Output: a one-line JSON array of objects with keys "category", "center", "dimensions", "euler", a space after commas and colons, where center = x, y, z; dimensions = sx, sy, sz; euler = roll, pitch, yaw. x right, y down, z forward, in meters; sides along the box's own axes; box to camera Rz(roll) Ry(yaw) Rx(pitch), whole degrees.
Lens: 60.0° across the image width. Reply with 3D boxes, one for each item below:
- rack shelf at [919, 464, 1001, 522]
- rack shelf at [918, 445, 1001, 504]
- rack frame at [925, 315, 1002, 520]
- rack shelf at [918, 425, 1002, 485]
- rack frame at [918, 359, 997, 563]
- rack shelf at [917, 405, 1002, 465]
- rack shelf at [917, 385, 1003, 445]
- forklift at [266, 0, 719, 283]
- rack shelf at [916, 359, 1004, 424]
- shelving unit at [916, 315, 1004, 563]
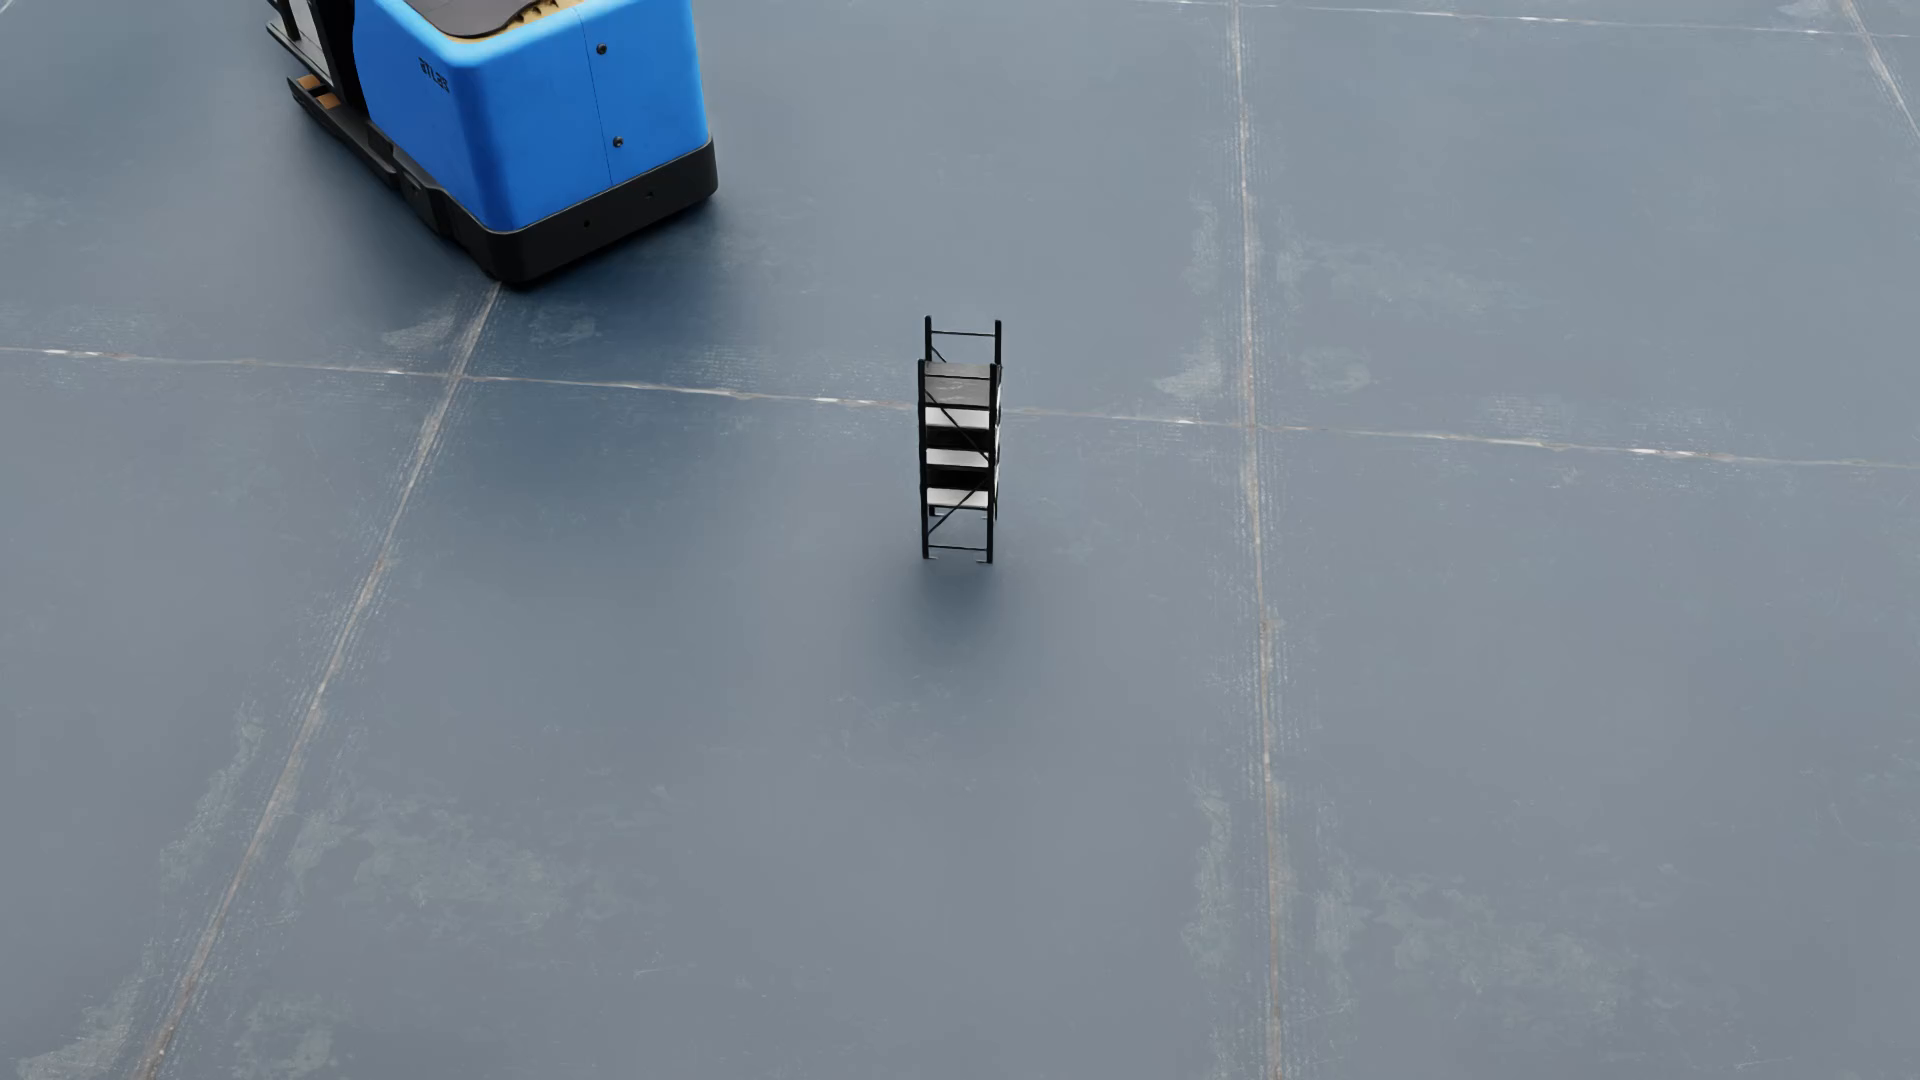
[{"category": "rack shelf", "center": [0.001, -0.166, 5.581], "dimensions": [0.258, 0.077, 0.200], "euler": [4, 48, 4]}, {"category": "rack shelf", "center": [0.001, -0.226, 5.514], "dimensions": [0.258, 0.077, 0.200], "euler": [4, 48, 4]}, {"category": "rack frame", "center": [0.010, -0.384, 5.492], "dimensions": [0.240, 0.900, 0.006], "euler": [4, 48, 4]}, {"category": "rack shelf", "center": [0.001, -0.287, 5.448], "dimensions": [0.258, 0.077, 0.200], "euler": [4, 48, 4]}, {"category": "rack frame", "center": [-0.009, -0.235, 5.355], "dimensions": [0.240, 0.900, 0.006], "euler": [4, 48, 4]}, {"category": "rack shelf", "center": [0.001, -0.348, 5.382], "dimensions": [0.258, 0.077, 0.200], "euler": [4, 48, 4]}, {"category": "rack shelf", "center": [0.001, -0.409, 5.315], "dimensions": [0.258, 0.077, 0.200], "euler": [4, 48, 4]}, {"category": "forklift", "center": [-2.358, -3.026, 6.532], "dimensions": [1.130, 2.935, 3.031], "euler": [-32, 55, -26]}, {"category": "rack shelf", "center": [0.001, -0.469, 5.249], "dimensions": [0.258, 0.077, 0.200], "euler": [4, 48, 4]}, {"category": "shelving unit", "center": [0.001, -0.310, 5.423], "dimensions": [0.258, 0.900, 0.210], "euler": [4, 48, 4]}]
